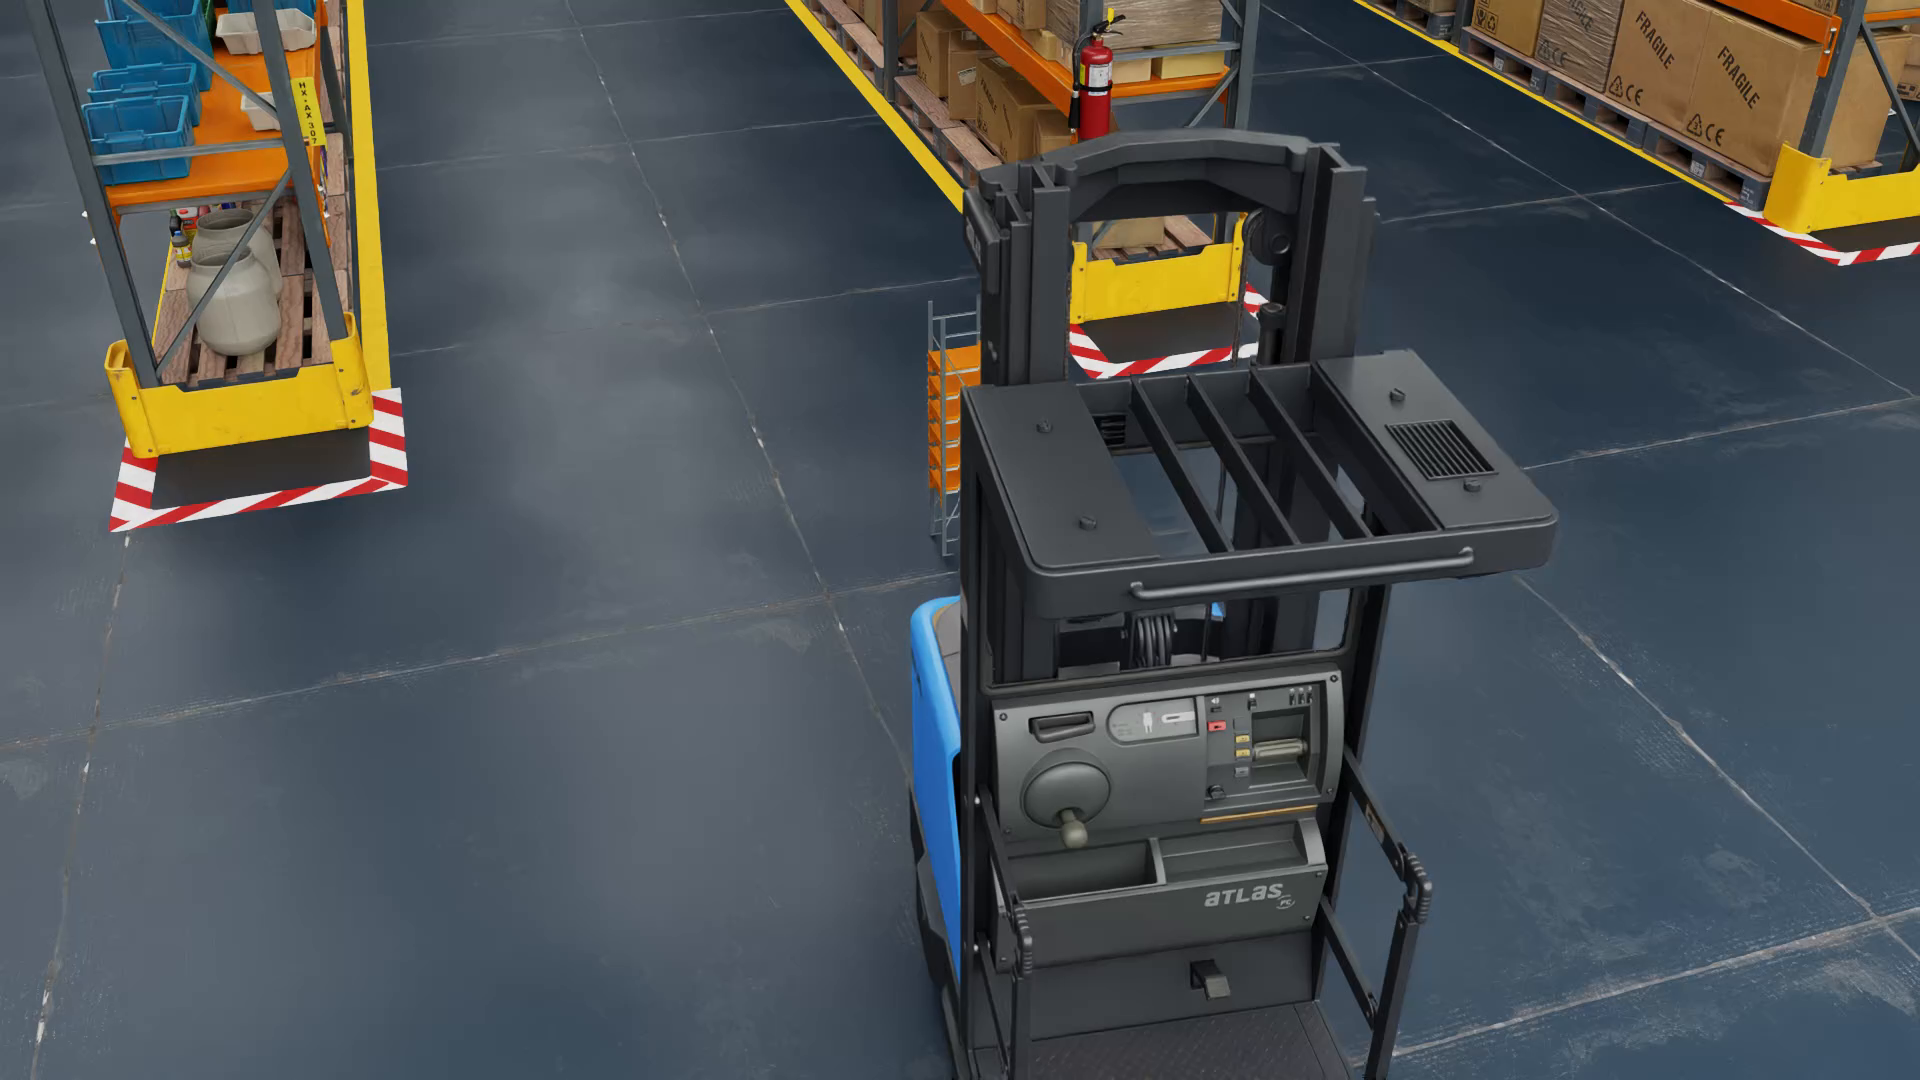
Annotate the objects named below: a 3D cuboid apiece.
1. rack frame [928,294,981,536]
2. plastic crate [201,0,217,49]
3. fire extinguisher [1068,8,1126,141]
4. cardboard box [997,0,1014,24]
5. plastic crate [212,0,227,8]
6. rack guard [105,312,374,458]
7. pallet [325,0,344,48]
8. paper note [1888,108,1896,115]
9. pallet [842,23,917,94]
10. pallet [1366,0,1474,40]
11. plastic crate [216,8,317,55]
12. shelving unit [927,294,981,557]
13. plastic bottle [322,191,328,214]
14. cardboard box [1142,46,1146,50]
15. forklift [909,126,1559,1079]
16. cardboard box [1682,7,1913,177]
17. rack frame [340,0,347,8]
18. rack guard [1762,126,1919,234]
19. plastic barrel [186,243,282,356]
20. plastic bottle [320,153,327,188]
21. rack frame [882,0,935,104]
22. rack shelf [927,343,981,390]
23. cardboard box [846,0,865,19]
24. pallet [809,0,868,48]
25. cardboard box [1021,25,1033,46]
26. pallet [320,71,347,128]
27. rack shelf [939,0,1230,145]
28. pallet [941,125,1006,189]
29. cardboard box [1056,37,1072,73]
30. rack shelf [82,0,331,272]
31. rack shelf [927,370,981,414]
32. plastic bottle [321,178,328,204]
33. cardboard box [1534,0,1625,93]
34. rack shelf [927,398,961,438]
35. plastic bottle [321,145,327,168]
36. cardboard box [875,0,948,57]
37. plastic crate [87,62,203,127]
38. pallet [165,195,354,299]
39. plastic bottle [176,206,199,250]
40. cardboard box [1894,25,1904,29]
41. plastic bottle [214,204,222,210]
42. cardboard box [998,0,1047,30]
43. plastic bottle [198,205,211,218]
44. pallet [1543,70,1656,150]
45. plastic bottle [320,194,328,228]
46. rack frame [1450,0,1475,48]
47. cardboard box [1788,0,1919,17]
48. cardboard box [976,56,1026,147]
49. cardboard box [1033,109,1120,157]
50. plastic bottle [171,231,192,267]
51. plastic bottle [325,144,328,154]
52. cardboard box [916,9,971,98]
[{"bbox_3d":[-0.023,-0.541,7.480,0.240,1.200,0.006,-10,35,-15],"label":"rack frame"},{"bbox_3d":[-4.666,-3.060,9.853,0.450,0.188,0.662,-10,35,-15],"label":"plastic crate"},{"bbox_3d":[0.722,-2.472,8.840,0.296,0.674,0.183,-10,35,-15],"label":"fire extinguisher"},{"bbox_3d":[0.446,-3.305,10.259,0.380,0.149,0.250,-10,35,-15],"label":"cardboard box"},{"bbox_3d":[-4.772,-3.587,10.513,0.767,0.338,0.504,-10,35,-15],"label":"plastic crate"},{"bbox_3d":[-3.659,-0.798,8.504,1.175,0.500,0.348,-10,35,-15],"label":"rack guard"},{"bbox_3d":[-5.832,-4.432,14.266,1.003,0.211,1.213,-10,35,-15],"label":"pallet"},{"bbox_3d":[7.032,-3.270,12.673,0.144,0.017,0.142,1,33,2],"label":"paper note"},{"bbox_3d":[-0.333,-3.987,13.592,1.003,0.211,1.213,-10,35,-15],"label":"pallet"},{"bbox_3d":[4.353,-4.752,14.750,1.003,0.211,1.213,-10,35,-15],"label":"pallet"},{"bbox_3d":[-4.074,-2.989,9.792,0.530,0.136,0.437,-10,35,-15],"label":"plastic crate"},{"bbox_3d":[0.004,-0.493,7.408,0.258,1.200,0.189,-10,35,-15],"label":"shelving unit"},{"bbox_3d":[-4.012,-2.114,10.367,0.097,0.201,0.097,0,33,0],"label":"plastic bottle"},{"bbox_3d":[1.208,-2.861,9.587,0.380,0.149,0.250,-10,35,-15],"label":"cardboard box"},{"bbox_3d":[0.588,0.622,4.150,1.130,2.935,3.031,-6,34,-8],"label":"forklift"},{"bbox_3d":[5.611,-3.056,11.201,0.875,0.875,0.875,-10,35,-14],"label":"cardboard box"},{"bbox_3d":[-6.031,-6.009,14.123,1.000,3.000,0.127,-10,35,-15],"label":"rack frame"},{"bbox_3d":[5.888,-2.367,10.879,1.175,0.500,0.348,-10,35,-15],"label":"rack guard"},{"bbox_3d":[-3.864,-1.279,8.840,0.421,0.512,0.421,0,33,0],"label":"plastic barrel"},{"bbox_3d":[-4.183,-2.427,10.706,0.144,0.351,0.185,-10,35,-15],"label":"plastic bottle"},{"bbox_3d":[-0.094,-4.742,12.205,1.000,3.000,0.127,-10,35,-15],"label":"rack frame"},{"bbox_3d":[0.004,-0.756,7.234,0.258,0.103,0.180,-10,35,-15],"label":"rack shelf"},{"bbox_3d":[-0.559,-4.756,14.094,0.700,0.500,0.500,-13,36,-19],"label":"cardboard box"},{"bbox_3d":[-0.709,-4.629,14.563,1.003,0.211,1.213,-10,35,-15],"label":"pallet"},{"bbox_3d":[0.580,-3.040,9.857,0.380,0.149,0.250,-10,35,-15],"label":"cardboard box"},{"bbox_3d":[-5.087,-3.151,12.327,1.003,0.211,1.213,-10,35,-15],"label":"pallet"},{"bbox_3d":[0.516,-3.392,10.814,1.077,0.370,4.000,-10,35,-15],"label":"rack shelf"},{"bbox_3d":[0.520,-2.590,11.478,1.003,0.211,1.213,-10,35,-15],"label":"pallet"},{"bbox_3d":[0.767,-2.783,9.469,0.380,0.149,0.250,-10,35,-15],"label":"cardboard box"},{"bbox_3d":[-4.201,-2.559,9.554,1.077,0.370,4.000,-10,35,-15],"label":"rack shelf"},{"bbox_3d":[0.004,-0.656,7.300,0.258,0.103,0.180,-10,35,-15],"label":"rack shelf"},{"bbox_3d":[-4.075,-2.222,10.530,0.097,0.201,0.097,0,33,0],"label":"plastic bottle"},{"bbox_3d":[5.064,-3.997,12.624,0.875,0.875,0.875,-10,35,-14],"label":"cardboard box"},{"bbox_3d":[0.004,-0.556,7.366,0.258,0.103,0.180,-10,35,-15],"label":"rack shelf"},{"bbox_3d":[-4.281,-2.597,10.963,0.144,0.351,0.185,-12,35,-17],"label":"plastic bottle"},{"bbox_3d":[-0.261,-4.208,13.266,0.700,0.500,0.500,-13,36,-18],"label":"cardboard box"},{"bbox_3d":[-4.221,-2.301,8.646,0.499,0.251,0.408,-10,35,-15],"label":"plastic crate"},{"bbox_3d":[-4.270,-1.744,10.198,1.003,0.211,1.213,-10,35,-15],"label":"pallet"},{"bbox_3d":[-4.619,-1.883,9.951,0.152,0.276,0.135,-10,35,-14],"label":"plastic bottle"},{"bbox_3d":[7.324,-4.309,13.692,0.797,0.637,0.503,-10,35,-15],"label":"cardboard box"},{"bbox_3d":[-4.614,-2.055,10.278,0.097,0.201,0.097,0,33,0],"label":"plastic bottle"},{"bbox_3d":[0.718,-3.343,9.728,0.875,0.500,0.500,-10,35,-15],"label":"cardboard box"},{"bbox_3d":[-4.518,-1.905,9.976,0.061,0.283,0.133,-10,35,-15],"label":"plastic bottle"},{"bbox_3d":[5.194,-3.305,12.561,1.003,0.211,1.213,-10,35,-15],"label":"pallet"},{"bbox_3d":[-3.951,-2.038,10.190,0.097,0.271,0.097,0,33,0],"label":"plastic bottle"},{"bbox_3d":[4.661,-5.523,13.387,1.000,3.000,0.127,-10,35,-15],"label":"rack frame"},{"bbox_3d":[5.724,-3.672,10.451,0.875,0.550,0.550,-10,35,-15],"label":"cardboard box"},{"bbox_3d":[0.436,-3.045,11.524,0.500,0.500,0.500,-13,36,-19],"label":"cardboard box"},{"bbox_3d":[0.737,-2.413,10.567,0.500,0.500,0.500,-1,33,-2],"label":"cardboard box"},{"bbox_3d":[-4.568,-1.715,9.764,0.097,0.201,0.097,0,33,0],"label":"plastic bottle"},{"bbox_3d":[-4.350,-2.762,11.274,0.061,0.283,0.133,-8,34,-12],"label":"plastic bottle"},{"bbox_3d":[-0.010,-3.657,12.450,0.500,0.500,0.500,-11,35,-16],"label":"cardboard box"}]
